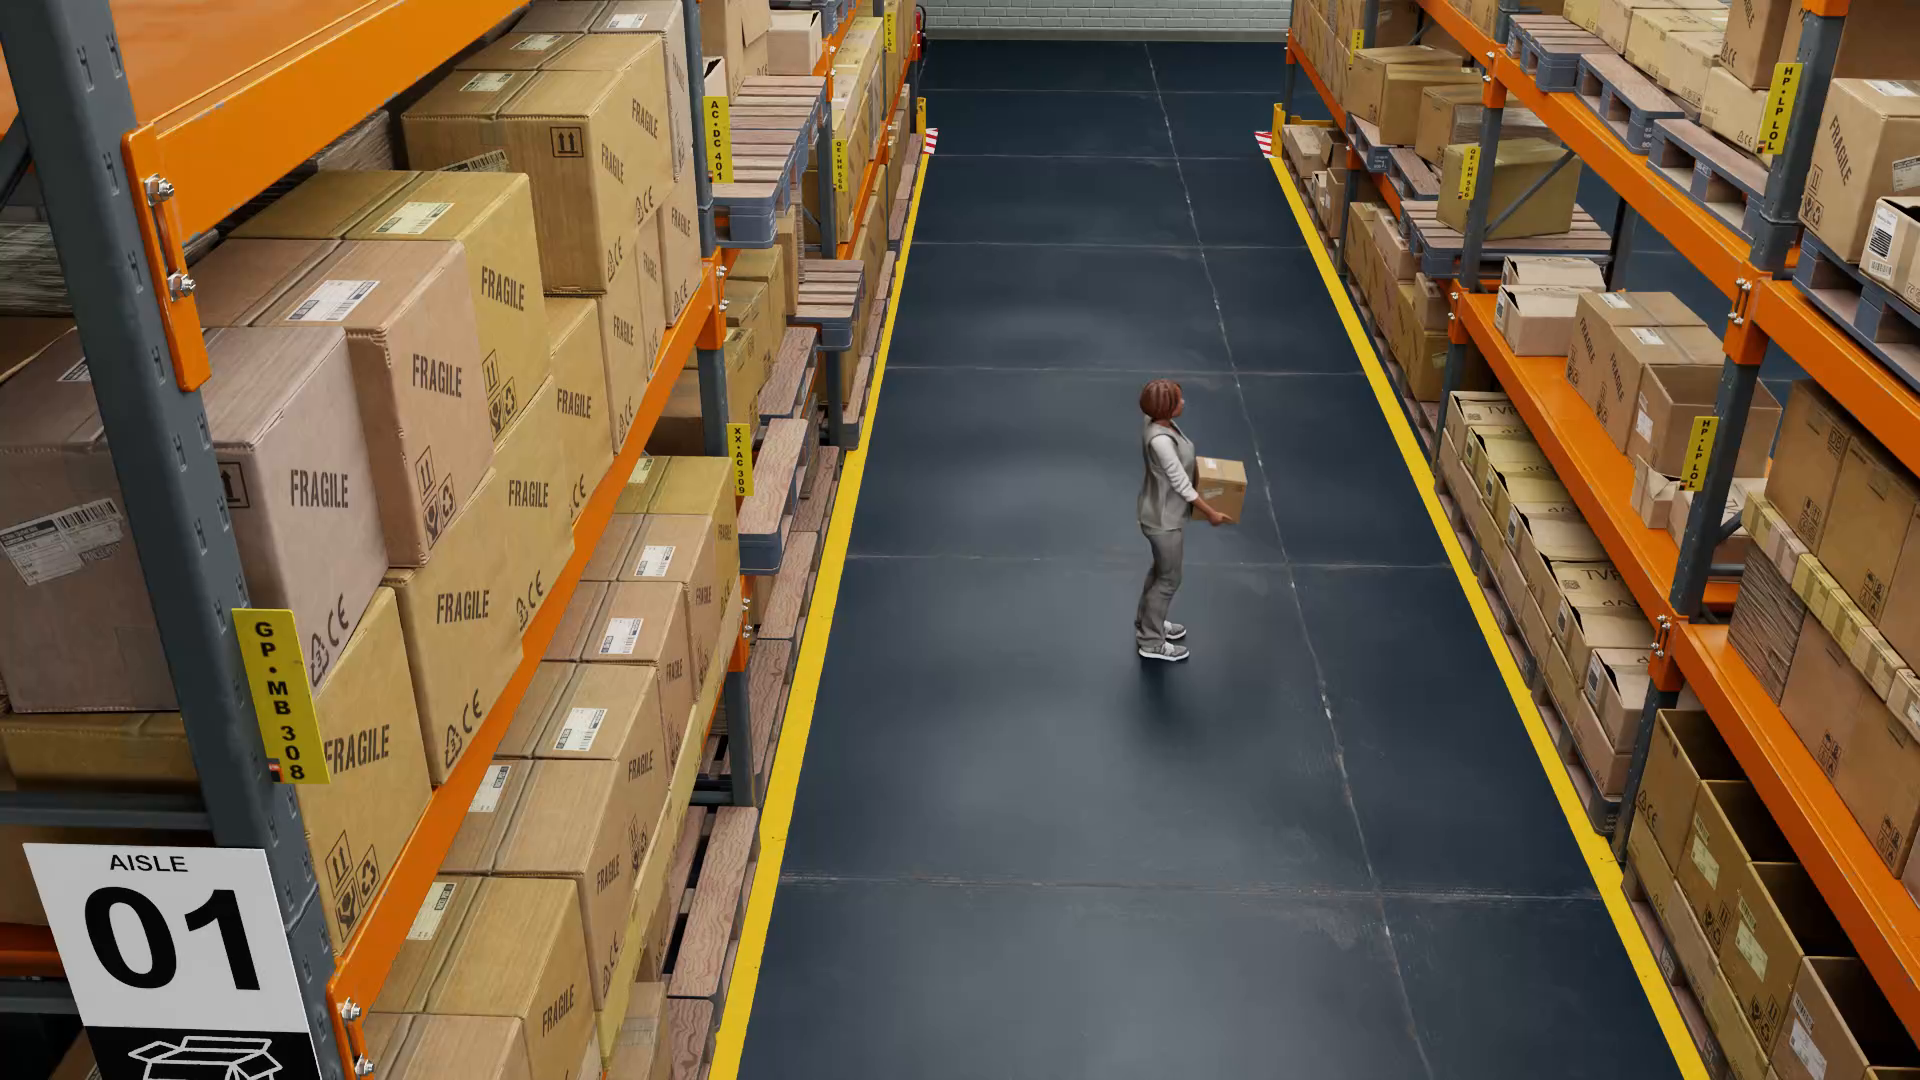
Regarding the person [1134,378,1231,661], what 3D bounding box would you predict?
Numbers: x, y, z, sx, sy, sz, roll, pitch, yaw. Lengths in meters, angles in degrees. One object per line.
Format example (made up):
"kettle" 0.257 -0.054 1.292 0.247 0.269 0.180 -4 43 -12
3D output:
"person" 1.174 -0.114 8.851 0.500 1.589 0.405 1 28 2
